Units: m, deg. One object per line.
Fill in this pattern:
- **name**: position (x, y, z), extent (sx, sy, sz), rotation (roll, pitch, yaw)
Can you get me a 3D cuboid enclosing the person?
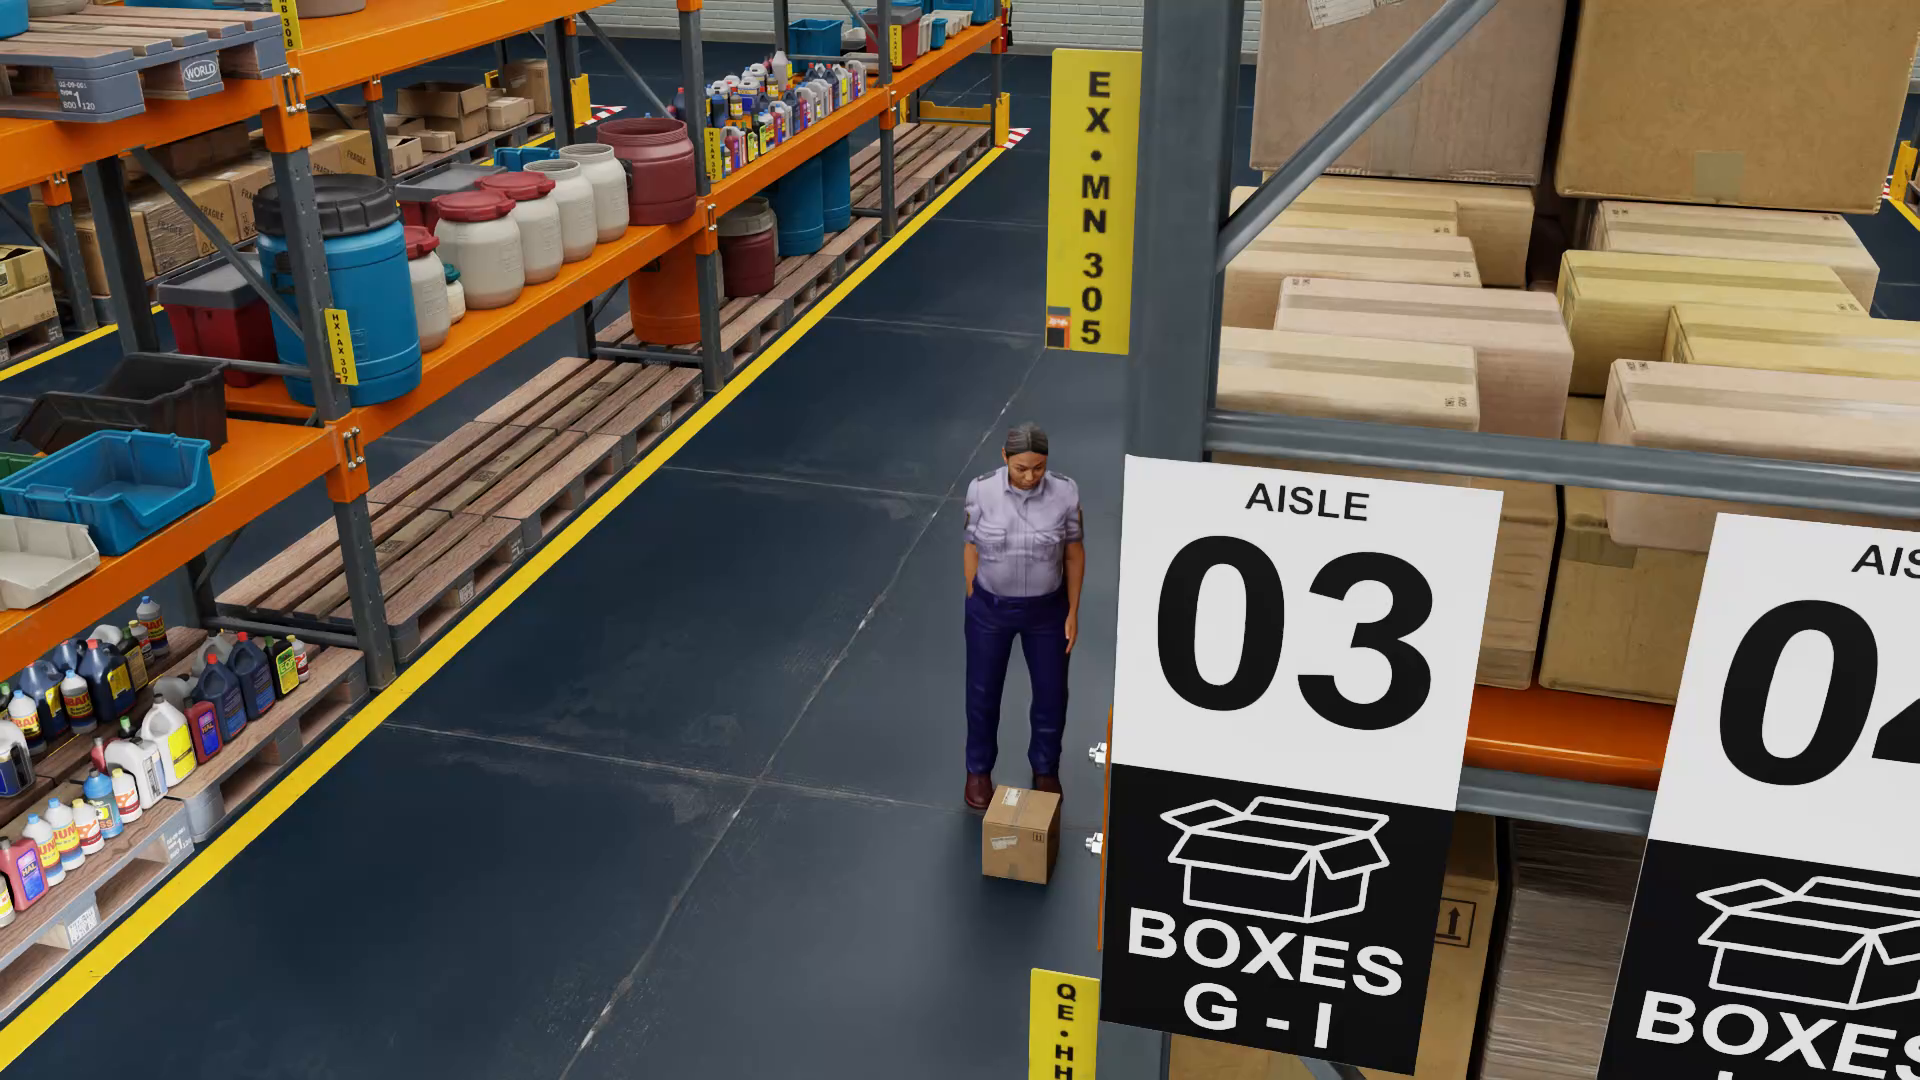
- **person**: position (0.248, 0.292, 6.535), extent (0.476, 1.640, 0.338), rotation (0, 25, 0)
